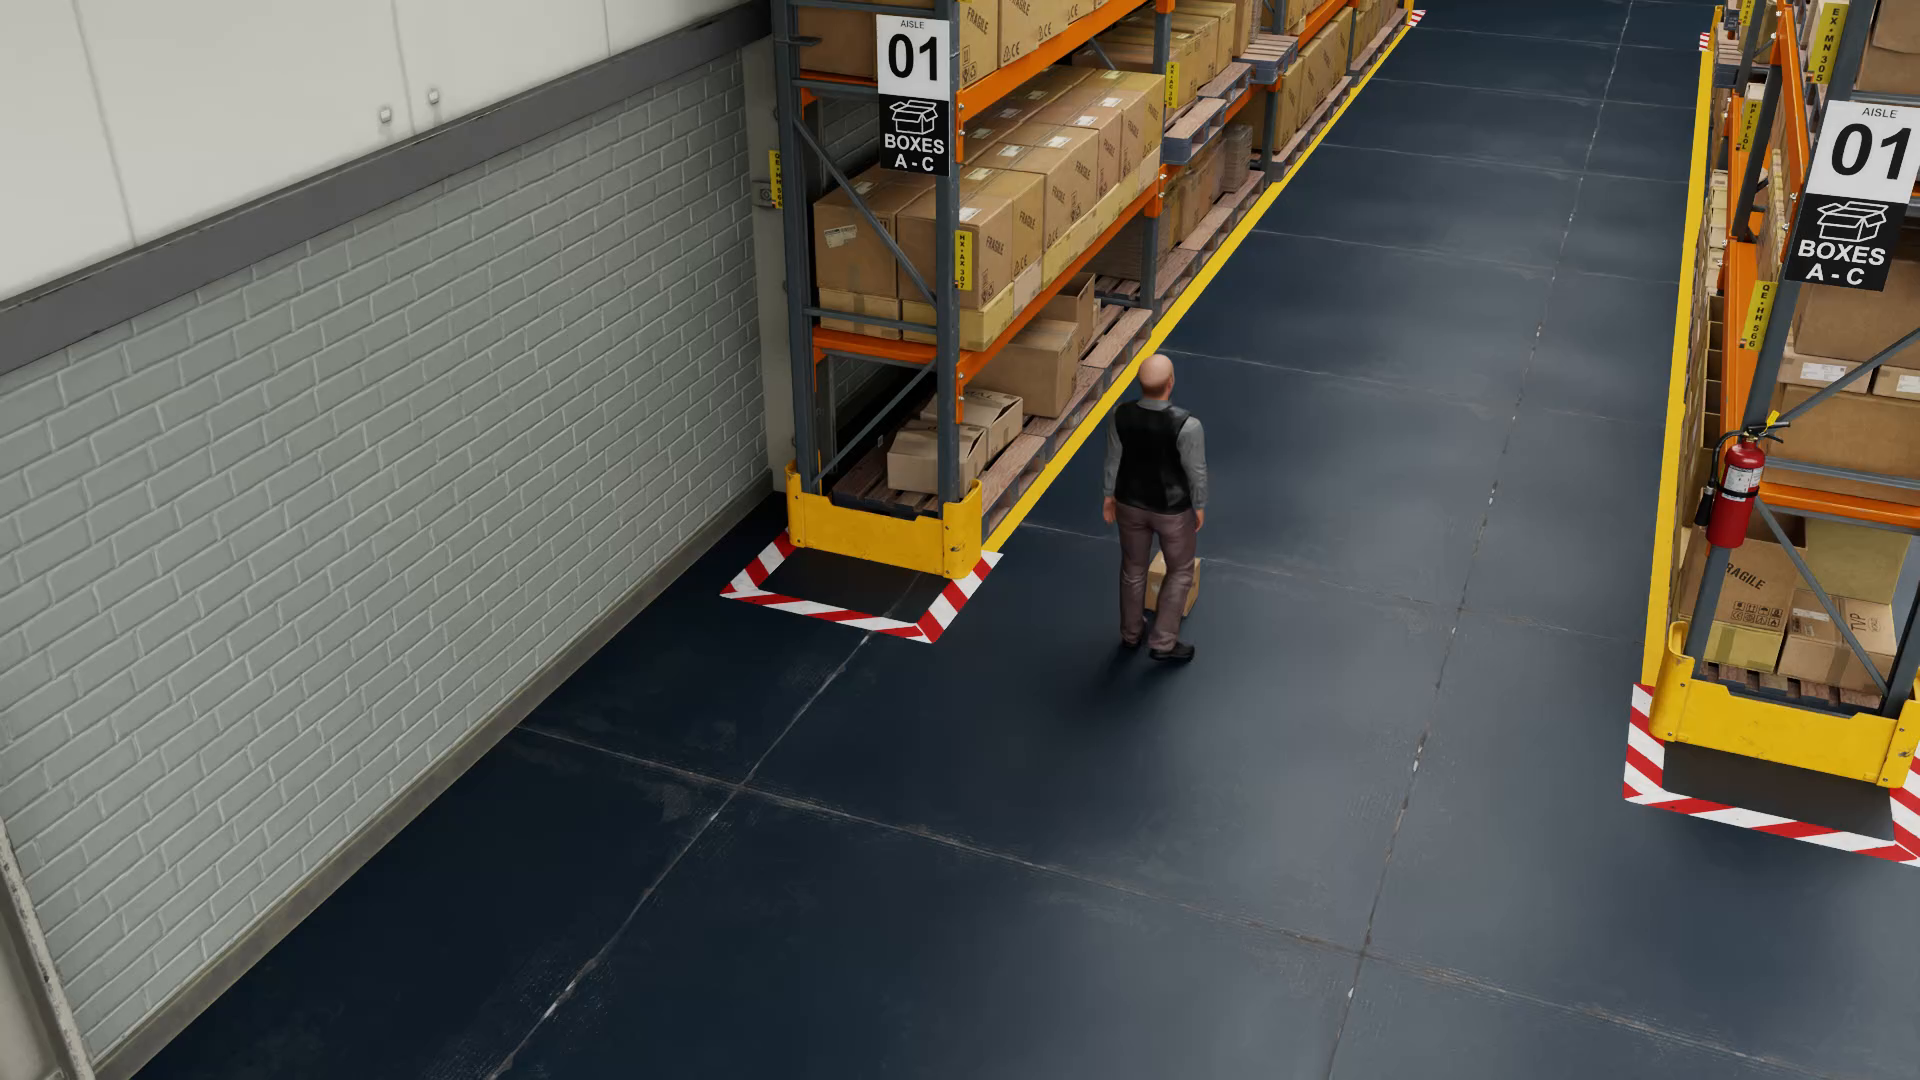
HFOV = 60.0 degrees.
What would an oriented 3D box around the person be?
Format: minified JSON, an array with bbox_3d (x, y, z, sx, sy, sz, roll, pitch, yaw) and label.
[{"bbox_3d":[1.016,-0.175,8.714,0.561,1.726,0.399,14,32,23],"label":"person"}]
